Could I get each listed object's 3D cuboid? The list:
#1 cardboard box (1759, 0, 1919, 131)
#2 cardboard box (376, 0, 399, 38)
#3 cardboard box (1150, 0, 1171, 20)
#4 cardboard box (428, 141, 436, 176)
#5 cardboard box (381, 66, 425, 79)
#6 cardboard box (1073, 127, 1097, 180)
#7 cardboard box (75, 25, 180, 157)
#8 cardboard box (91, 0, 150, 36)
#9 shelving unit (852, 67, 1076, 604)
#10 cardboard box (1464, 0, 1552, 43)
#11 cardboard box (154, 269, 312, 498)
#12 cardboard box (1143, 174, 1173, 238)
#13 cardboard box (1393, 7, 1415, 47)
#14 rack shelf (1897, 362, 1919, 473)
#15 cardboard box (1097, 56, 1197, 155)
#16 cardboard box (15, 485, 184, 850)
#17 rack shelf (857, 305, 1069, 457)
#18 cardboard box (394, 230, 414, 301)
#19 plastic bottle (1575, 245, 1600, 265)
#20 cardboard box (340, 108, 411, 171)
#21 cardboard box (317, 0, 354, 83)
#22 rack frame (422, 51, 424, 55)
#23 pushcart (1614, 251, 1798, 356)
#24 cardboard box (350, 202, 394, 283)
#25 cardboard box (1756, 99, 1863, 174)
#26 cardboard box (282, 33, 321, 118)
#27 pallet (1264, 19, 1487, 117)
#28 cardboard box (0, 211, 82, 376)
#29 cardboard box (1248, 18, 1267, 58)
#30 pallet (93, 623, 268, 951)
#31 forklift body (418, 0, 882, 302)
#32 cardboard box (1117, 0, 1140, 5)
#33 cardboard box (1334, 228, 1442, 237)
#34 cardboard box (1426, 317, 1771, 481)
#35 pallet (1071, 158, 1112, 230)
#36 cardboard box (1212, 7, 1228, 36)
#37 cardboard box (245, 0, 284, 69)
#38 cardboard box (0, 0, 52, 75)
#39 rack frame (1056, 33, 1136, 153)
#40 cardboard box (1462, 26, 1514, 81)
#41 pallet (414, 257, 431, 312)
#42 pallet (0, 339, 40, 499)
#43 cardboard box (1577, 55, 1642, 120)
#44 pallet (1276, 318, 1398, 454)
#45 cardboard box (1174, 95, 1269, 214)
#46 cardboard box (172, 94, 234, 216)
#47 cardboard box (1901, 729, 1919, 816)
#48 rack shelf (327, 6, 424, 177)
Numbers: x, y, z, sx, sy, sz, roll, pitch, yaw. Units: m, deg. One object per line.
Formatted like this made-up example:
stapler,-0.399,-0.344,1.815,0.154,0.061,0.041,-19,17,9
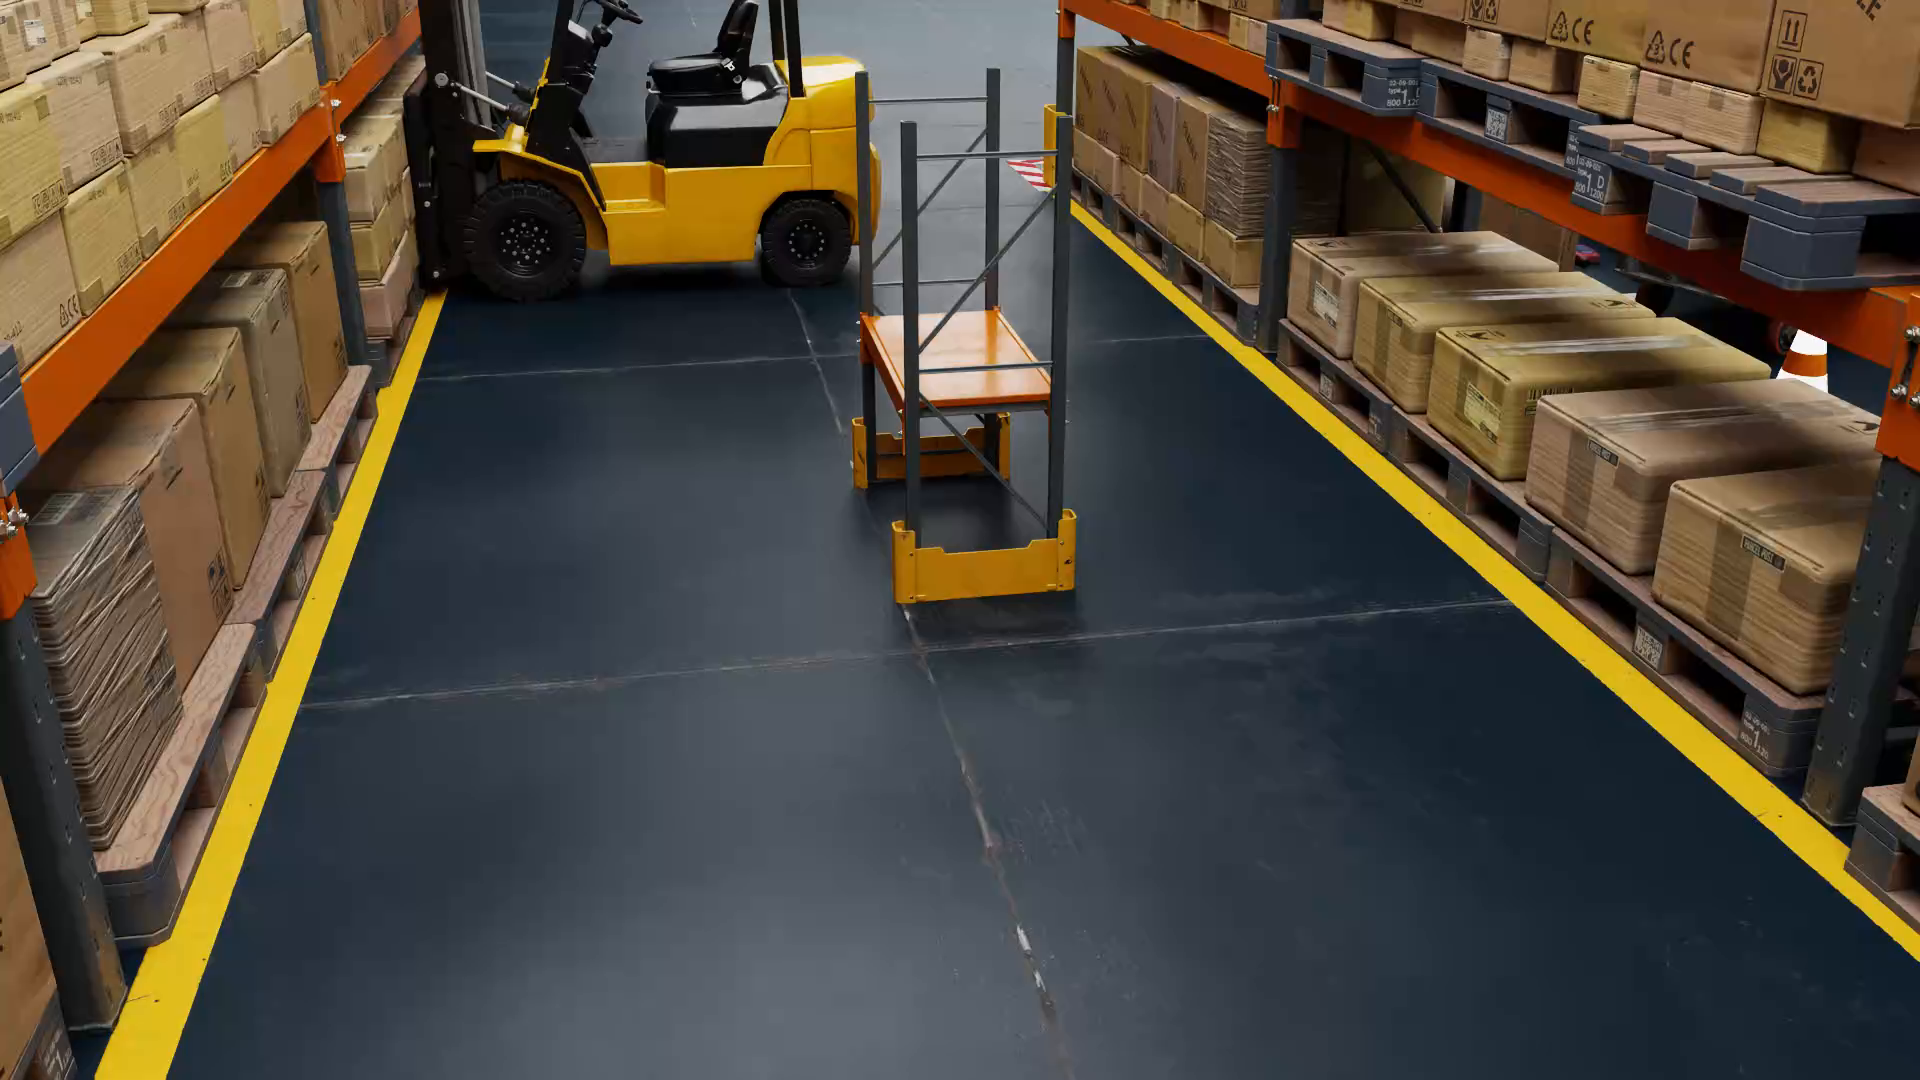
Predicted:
cardboard box,2.271,-1.250,3.842,0.500,0.500,0.500,-5,24,-11
cardboard box,-3.093,-2.763,8.204,0.500,0.500,0.500,-4,24,-9
cardboard box,1.238,-2.880,8.910,0.380,0.149,0.250,-4,24,-9
cardboard box,-3.133,-2.088,9.070,0.500,0.250,0.500,-5,24,-11
cardboard box,-3.236,-2.527,9.449,0.500,0.250,0.500,-4,24,-9
cardboard box,1.027,-2.458,10.541,0.500,0.250,0.500,-5,24,-10
cardboard box,-2.261,-1.105,4.096,0.500,0.250,0.500,-5,24,-11
cardboard box,-2.267,-1.345,4.147,0.380,0.149,0.250,-4,24,-9
shelving unit,-0.014,-0.717,5.518,0.587,1.500,1.083,-4,24,-10
cardboard box,1.970,-1.865,5.252,0.500,0.500,0.500,-5,24,-12
cardboard box,-2.745,-0.515,5.625,0.875,0.625,0.625,-5,24,-10
cardboard box,1.318,-1.844,9.136,0.500,0.250,0.500,-4,24,-9
cardboard box,1.846,-1.922,6.192,0.380,0.149,0.250,-3,24,-6
rack shelf,2.998,0.400,1.986,1.077,0.370,4.000,-4,24,-10
cardboard box,1.133,-2.587,9.900,0.500,0.500,0.500,-5,24,-12
cardboard box,-2.351,0.301,3.754,0.875,0.625,0.625,-4,24,-8
rack shelf,-0.016,-0.556,5.599,0.538,0.185,1.000,-4,24,-10
cardboard box,-2.862,-1.267,7.814,0.500,0.250,0.500,-5,24,-11
plastic bottle,3.493,-1.590,9.314,0.133,0.061,0.283,0,24,-1
cardboard box,-2.958,-1.922,8.065,0.500,0.250,0.500,-3,24,-8
cardboard box,-2.814,-2.161,6.825,0.500,0.500,0.500,-5,24,-11
rack frame,-3.728,-3.495,10.004,1.000,3.000,0.127,-4,24,-10
pushcart,4.120,-1.277,8.202,1.648,0.377,0.936,-13,27,-28
cardboard box,-2.775,-1.296,7.256,0.500,0.250,0.500,-4,24,-10
cardboard box,2.216,-1.006,4.094,0.380,0.149,0.250,-4,24,-9
cardboard box,-2.638,-1.674,6.022,0.500,0.250,0.500,-4,24,-9
pallet,1.887,-1.891,6.571,1.003,0.211,1.213,-4,24,-10
cardboard box,-2.091,-0.472,3.270,0.500,0.250,0.500,-4,24,-10
cardboard box,1.530,-2.279,7.534,0.380,0.149,0.250,-5,24,-10
pallet,-2.363,0.603,4.105,1.003,0.211,1.213,-4,24,-10
forklift body,-1.585,-2.495,8.775,2.313,2.155,1.214,-4,24,-10
cardboard box,1.121,-3.188,9.616,0.380,0.149,0.250,-4,24,-8
cardboard box,2.045,-1.475,8.289,0.500,0.250,0.500,-5,24,-12
cardboard box,2.255,-0.516,5.943,0.950,0.372,0.625,-4,24,-8
pallet,1.279,-2.234,10.600,1.003,0.211,1.213,-4,24,-10
cardboard box,1.473,-2.584,8.232,0.380,0.149,0.250,-5,24,-10
cardboard box,-2.544,-1.706,5.470,0.500,0.250,0.500,-5,24,-11
cardboard box,-2.142,-1.042,3.453,0.380,0.149,0.250,-4,24,-8
rack frame,1.149,-3.864,10.848,1.000,3.000,0.127,-4,24,-10
cardboard box,1.894,-1.612,5.482,0.380,0.149,0.250,-3,24,-8
pallet,-3.323,-1.440,8.784,1.003,0.211,1.213,-4,24,-10
pallet,-2.055,0.001,2.239,1.213,0.211,1.003,-4,24,-10
cardboard box,2.022,-1.308,4.787,0.380,0.149,0.250,-4,24,-9
pallet,2.034,-0.706,7.103,1.003,0.211,1.213,-4,24,-10
cardboard box,1.420,-1.979,8.507,0.500,0.500,0.500,-4,24,-9
cardboard box,-2.375,-1.076,4.654,0.500,0.250,0.500,-4,24,-8
cardboard box,2.675,0.342,3.349,0.875,0.875,0.875,-5,24,-10
rack shelf,-3.358,-2.378,8.347,1.077,0.370,4.000,-4,24,-10
